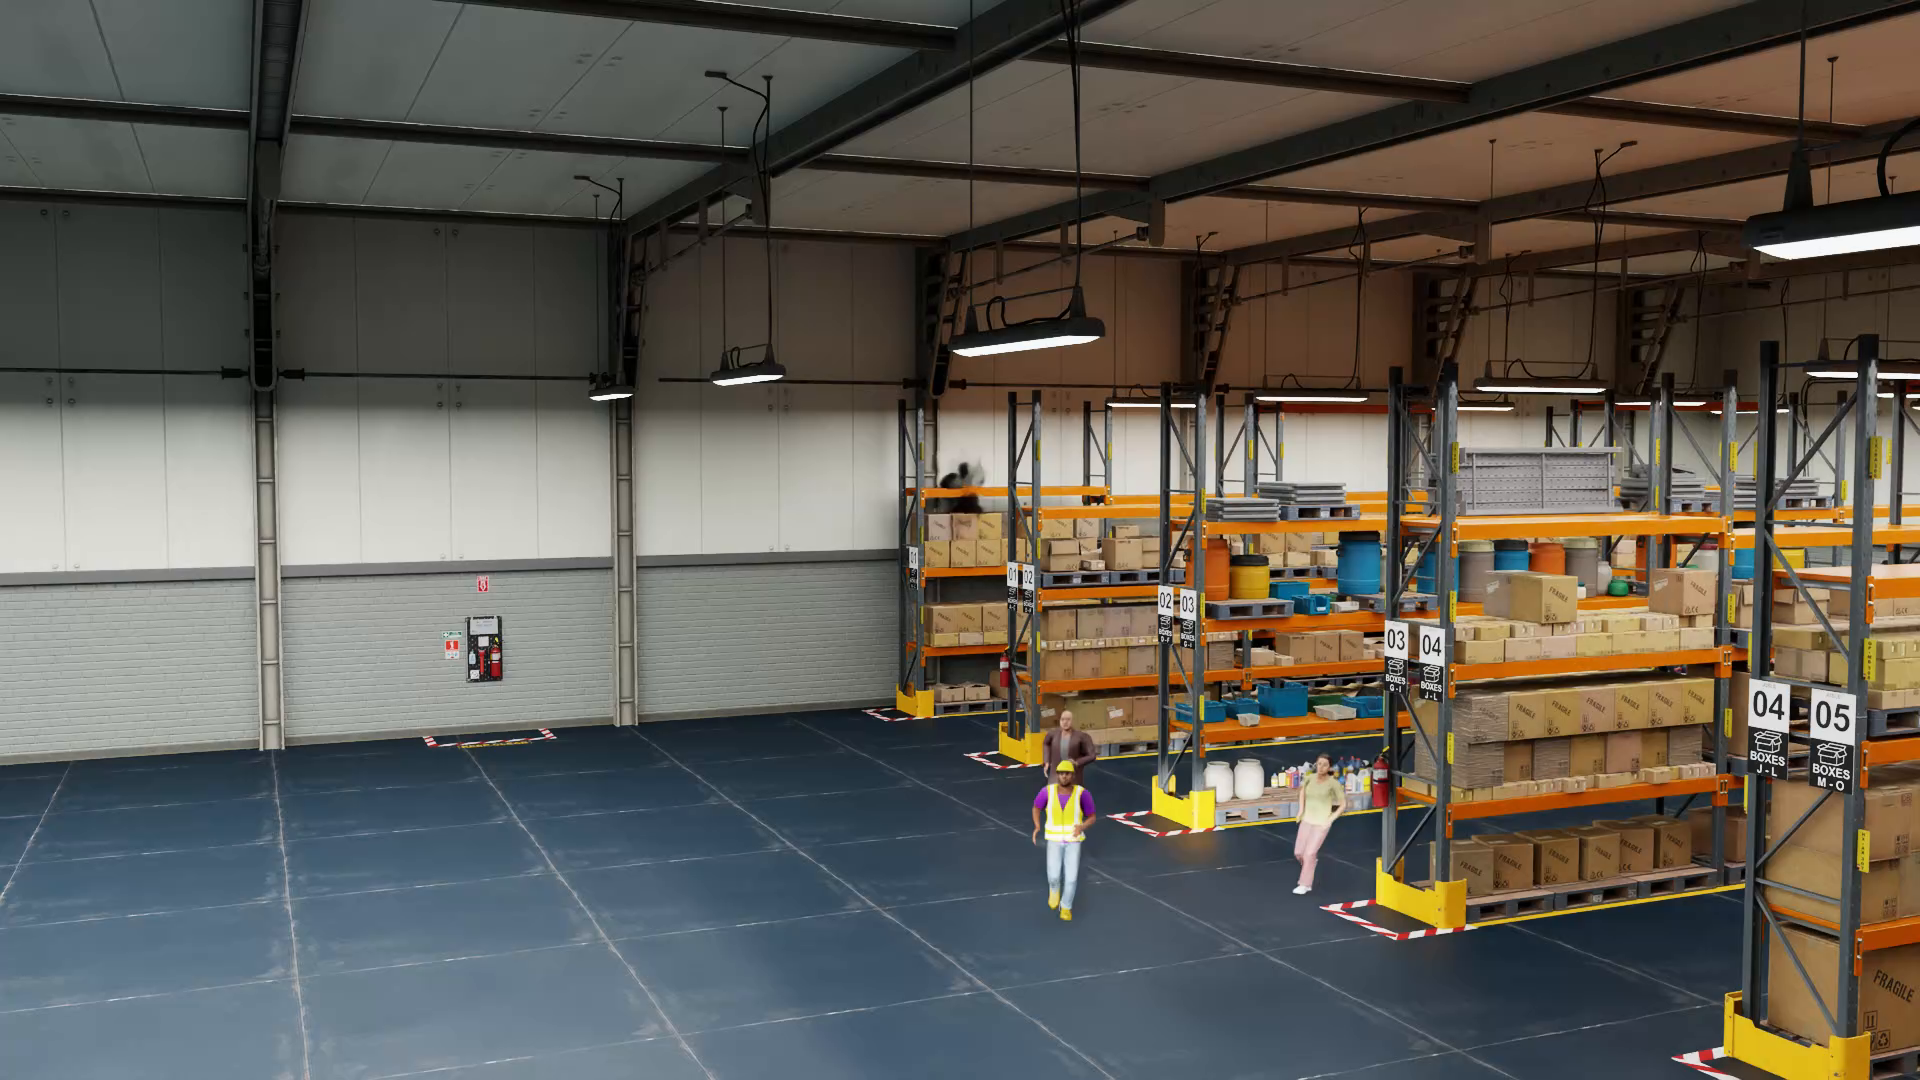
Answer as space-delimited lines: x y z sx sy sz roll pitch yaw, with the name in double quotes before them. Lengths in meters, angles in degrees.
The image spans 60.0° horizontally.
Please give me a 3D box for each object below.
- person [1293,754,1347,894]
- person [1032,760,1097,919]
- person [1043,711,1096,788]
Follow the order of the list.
"person" 4.145 3.238 19.066 0.618 1.622 0.540 3 4 37
"person" 1.121 3.247 17.975 0.706 1.720 0.575 0 3 6
"person" 1.369 3.054 20.953 0.707 1.843 0.856 1 3 10
